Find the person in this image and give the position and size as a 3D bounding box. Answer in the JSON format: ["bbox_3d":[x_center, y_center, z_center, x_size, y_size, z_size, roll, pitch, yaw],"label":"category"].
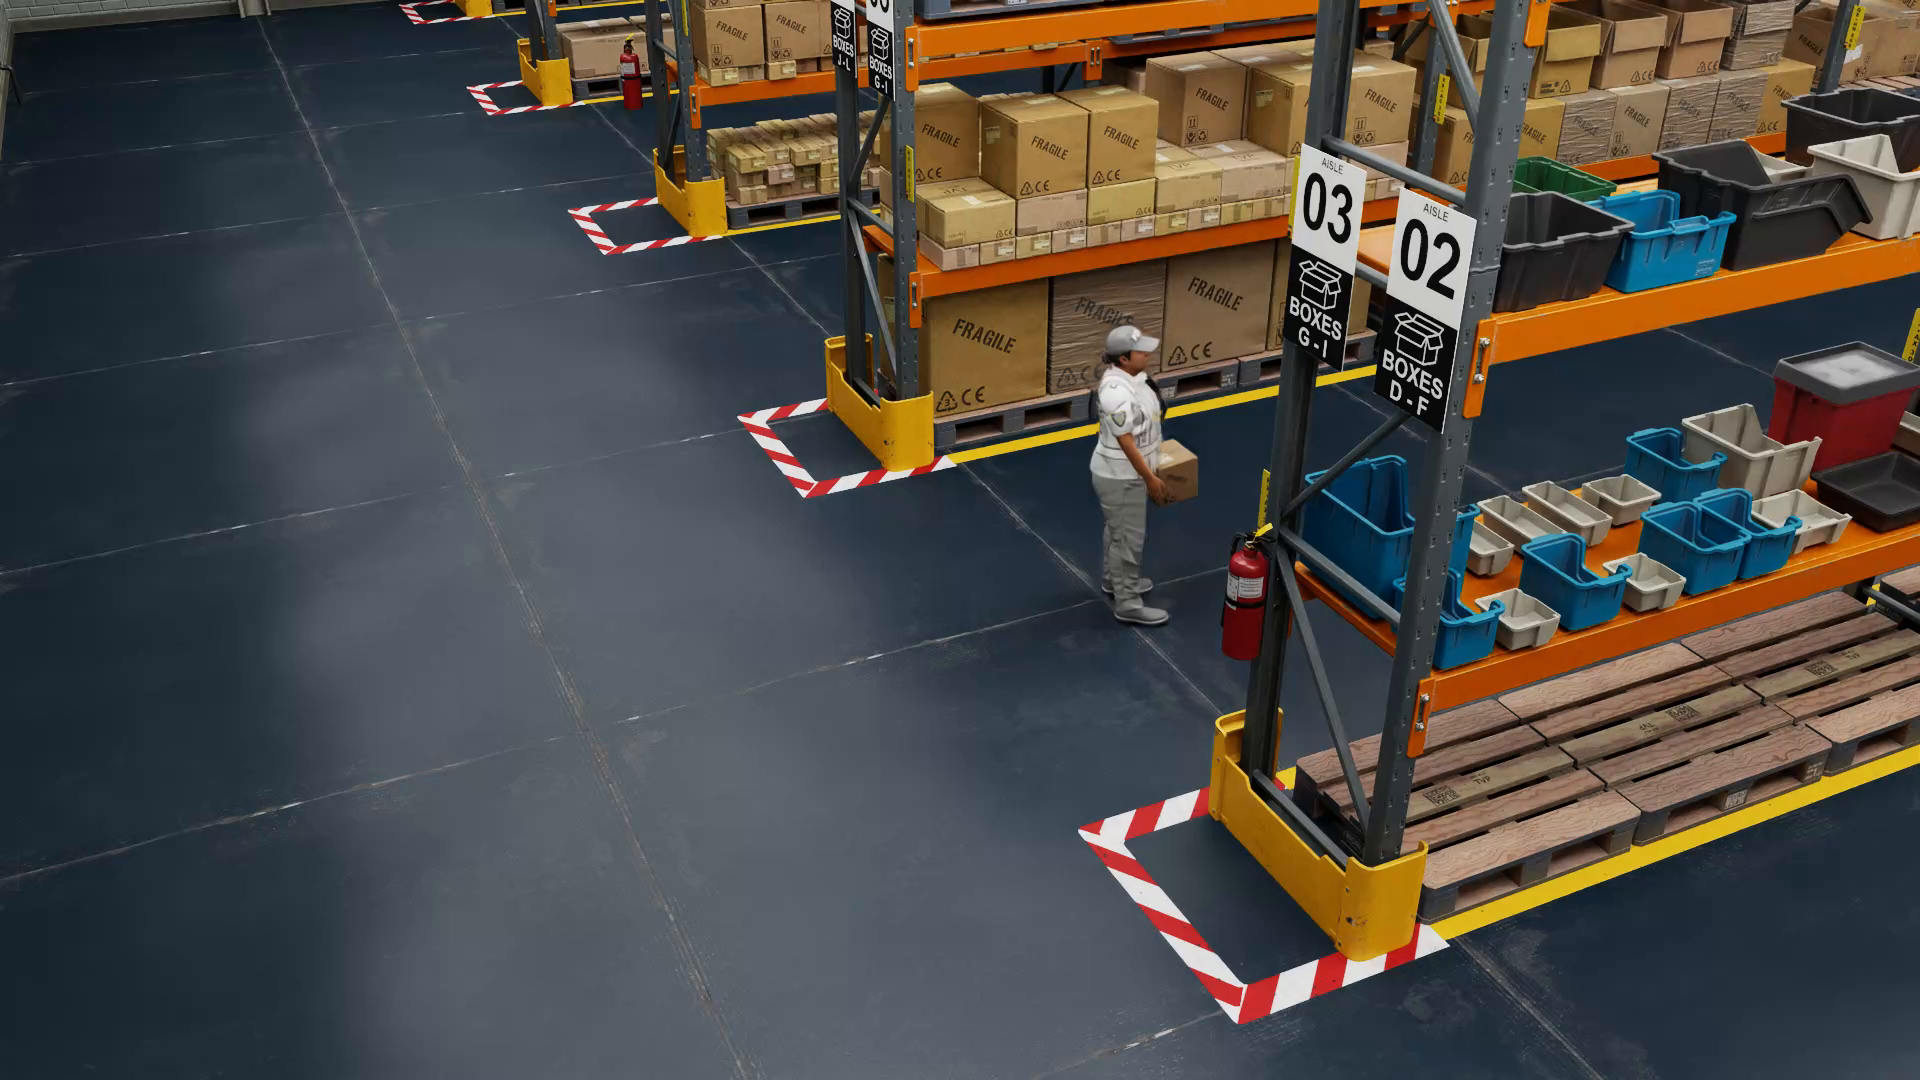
[{"bbox_3d":[0.968,-0.374,9.073,0.501,1.673,0.496,8,31,13],"label":"person"}]
